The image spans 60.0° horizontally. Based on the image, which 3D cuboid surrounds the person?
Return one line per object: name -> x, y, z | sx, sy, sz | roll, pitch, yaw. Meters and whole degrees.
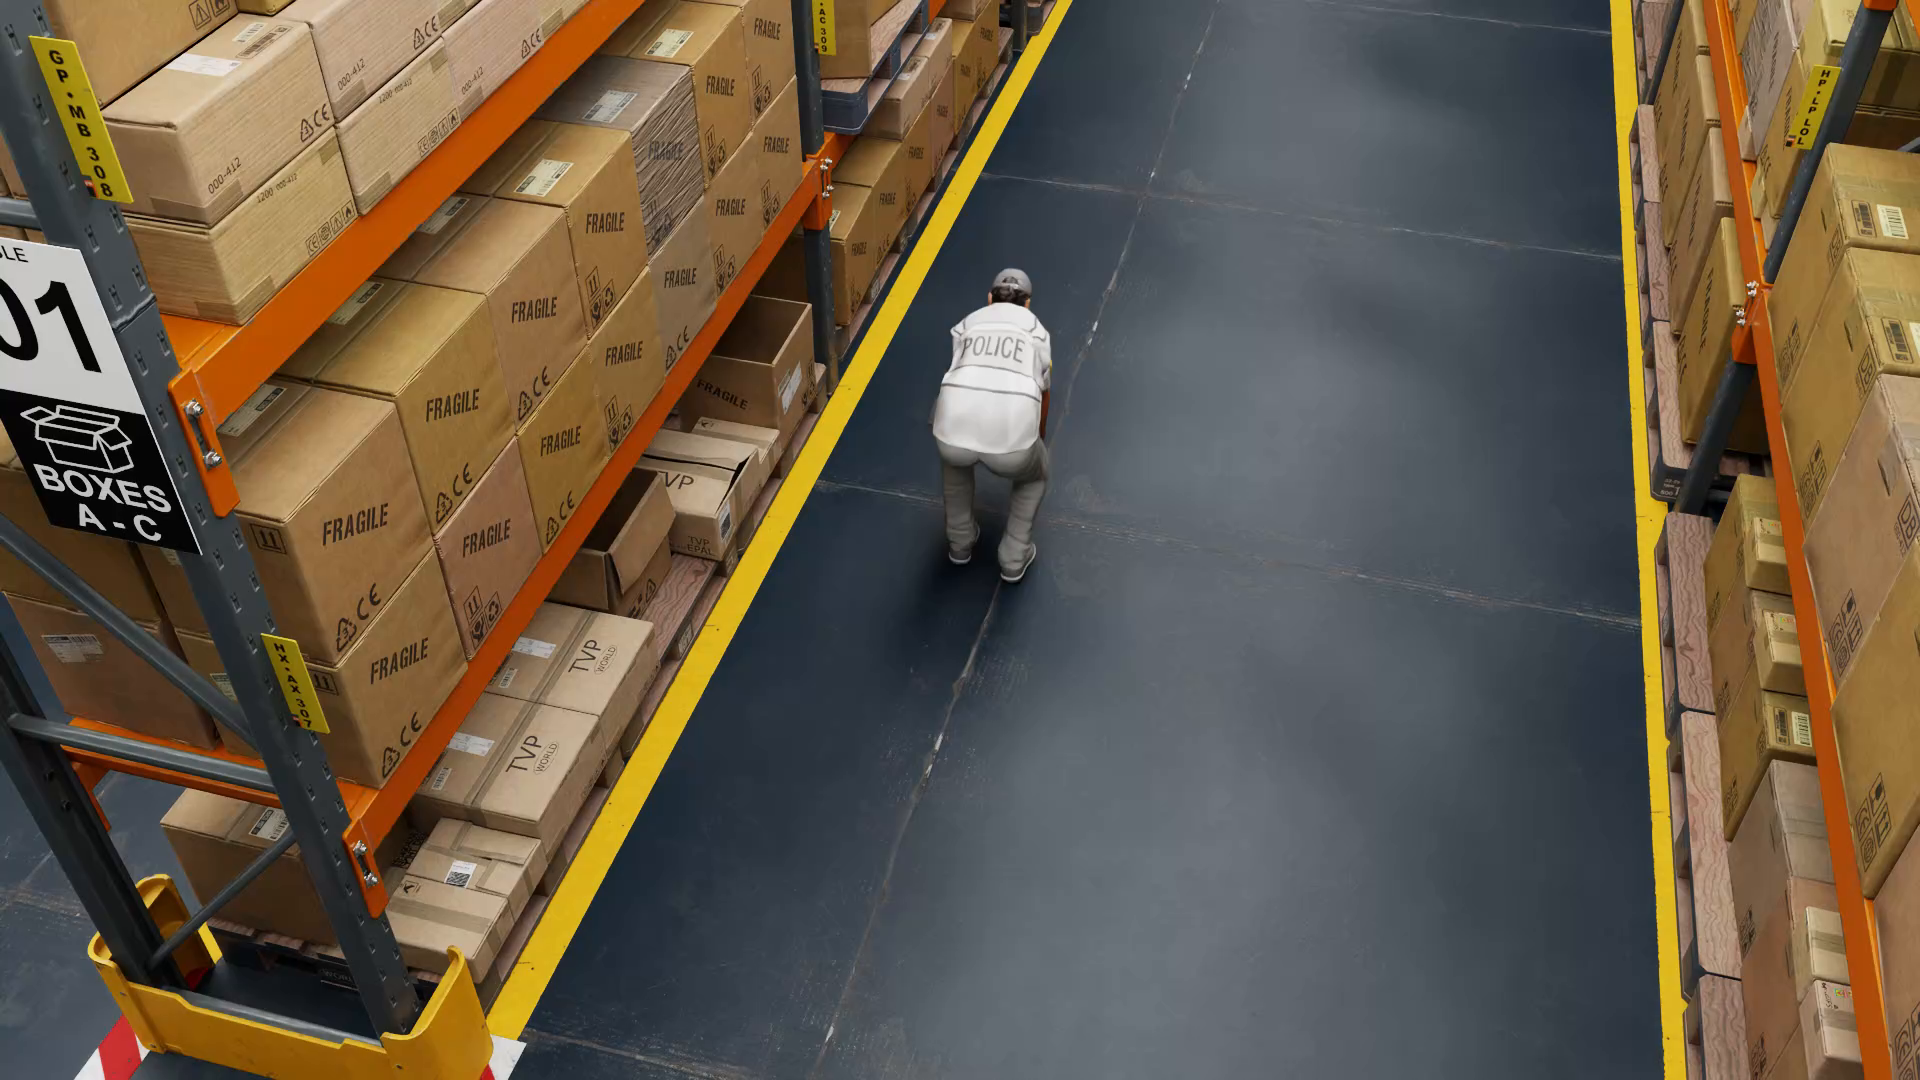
person -> 0.163, -0.461, 7.074 | 0.479, 1.153, 0.921 | 8, 42, 9
